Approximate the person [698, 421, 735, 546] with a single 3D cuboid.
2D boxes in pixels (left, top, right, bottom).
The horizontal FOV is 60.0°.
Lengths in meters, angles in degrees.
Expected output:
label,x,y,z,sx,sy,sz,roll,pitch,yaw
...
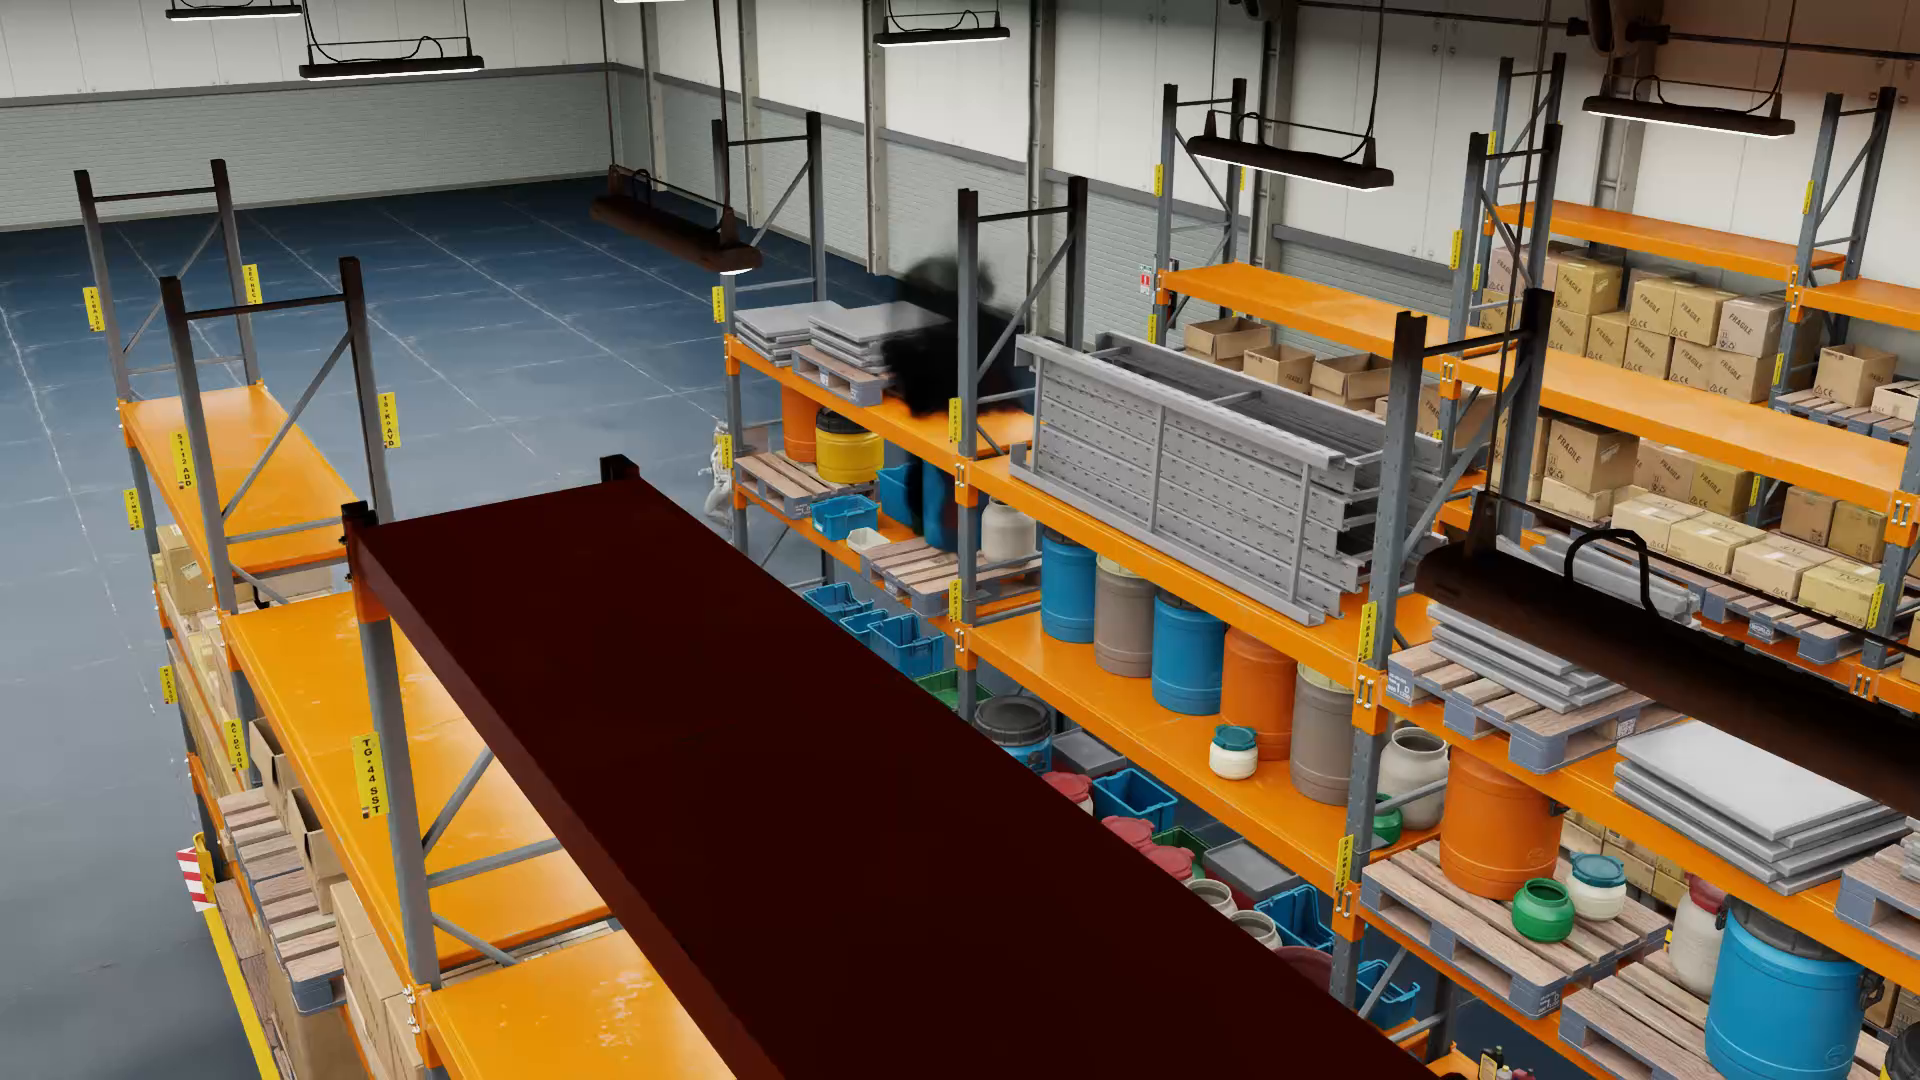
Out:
label,x,y,z,sx,sy,sz,roll,pitch,yaw
person,-3.007,-0.691,20.884,0.558,1.659,0.599,-3,22,-7
